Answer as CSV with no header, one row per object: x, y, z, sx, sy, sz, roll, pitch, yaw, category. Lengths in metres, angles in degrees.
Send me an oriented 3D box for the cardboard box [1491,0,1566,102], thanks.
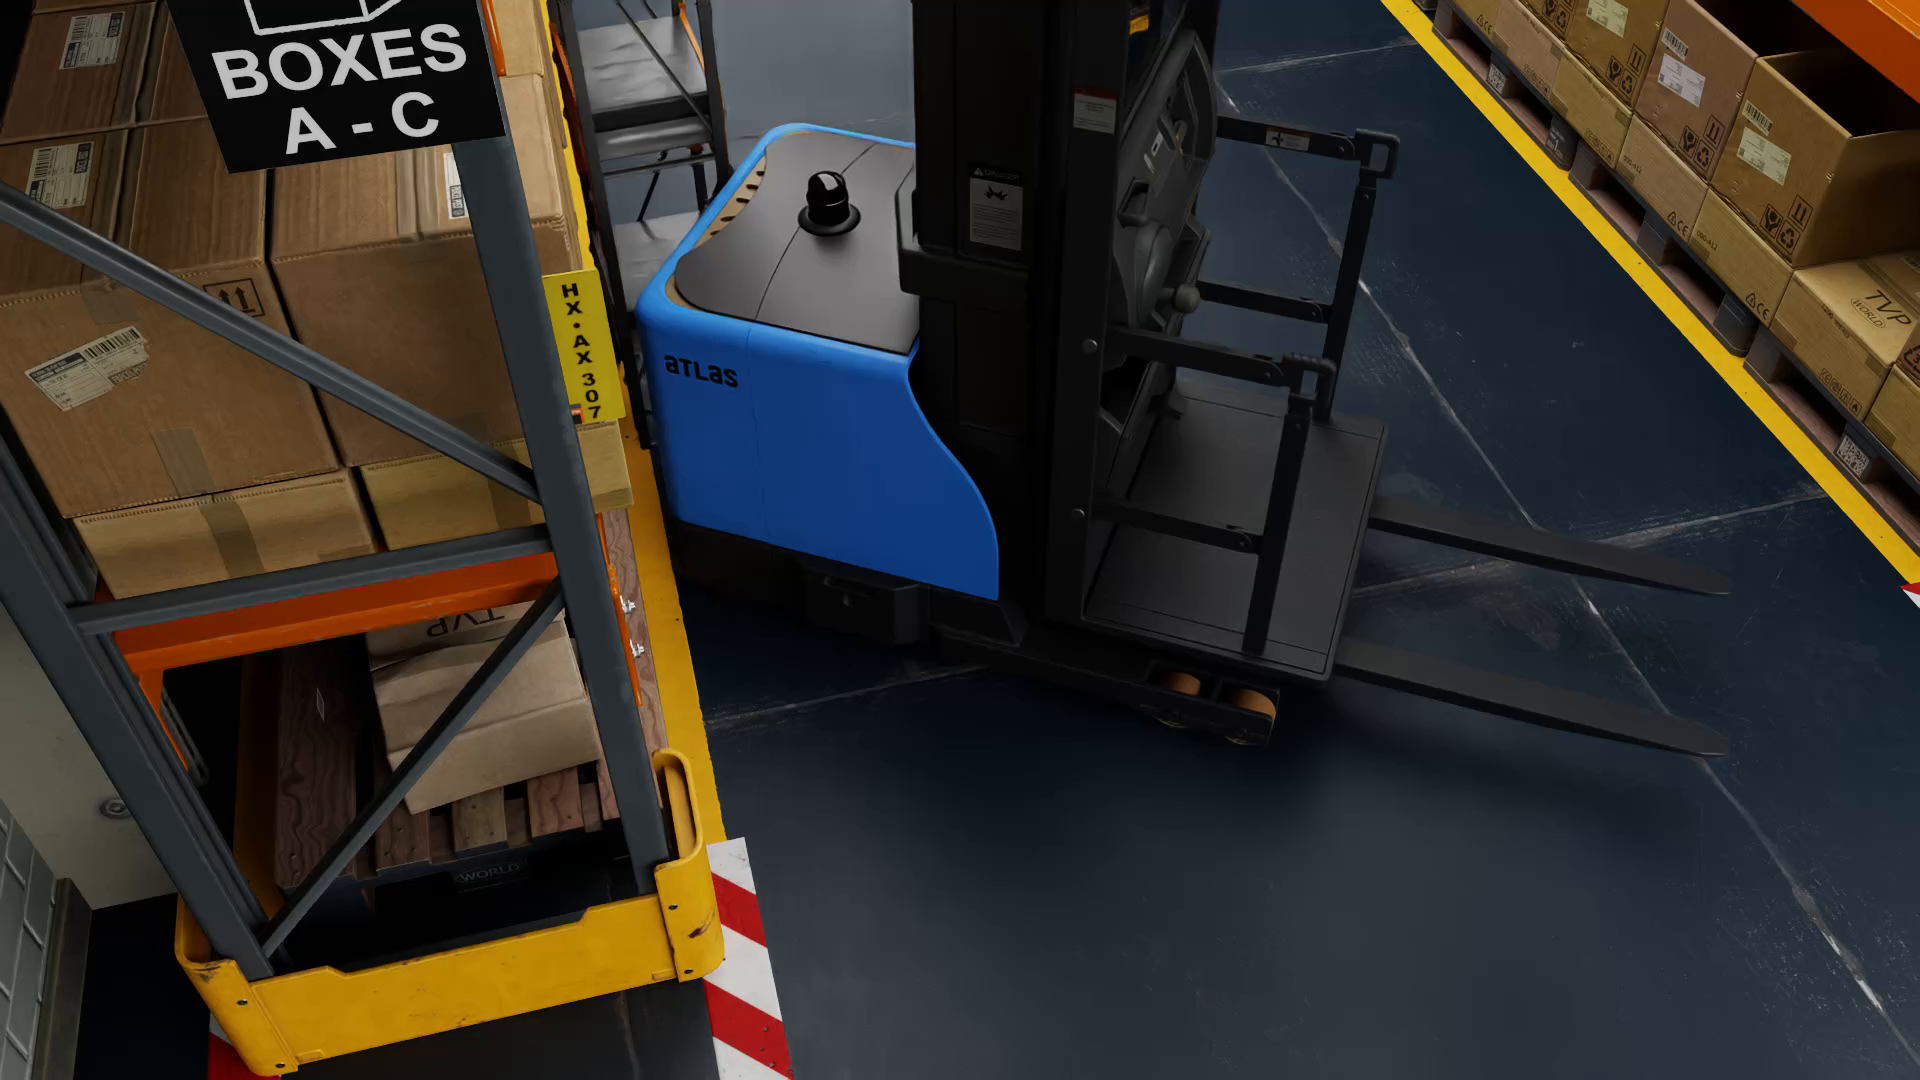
2.540,-2.058,6.798,0.500,0.250,0.500,-11,47,-10,cardboard box

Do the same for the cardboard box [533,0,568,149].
-1.247,-1.228,3.919,0.500,0.500,0.500,-12,47,-12,cardboard box

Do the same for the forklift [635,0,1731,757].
0.696,-0.878,4.058,3.031,2.935,1.130,14,47,13,forklift

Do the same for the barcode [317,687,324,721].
-1.654,0.425,4.301,0.001,0.075,0.075,-11,47,-10,barcode

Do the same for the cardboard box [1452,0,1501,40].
2.417,-2.404,7.137,0.500,0.250,0.500,-11,47,-10,cardboard box

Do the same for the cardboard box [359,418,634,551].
-0.991,-0.275,3.510,0.500,0.250,0.500,-12,47,-11,cardboard box

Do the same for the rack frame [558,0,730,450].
-0.875,-1.085,4.843,0.400,2.100,0.015,-14,47,-13,rack frame

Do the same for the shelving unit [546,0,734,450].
-0.953,-1.250,5.005,0.431,2.100,0.503,-14,47,-13,shelving unit

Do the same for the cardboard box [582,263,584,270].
-1.137,-0.631,3.859,0.500,0.250,0.500,-12,47,-12,cardboard box

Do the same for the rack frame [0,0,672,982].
-1.173,0.075,3.076,1.000,3.000,0.127,-11,47,-10,rack frame

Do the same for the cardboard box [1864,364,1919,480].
3.192,-0.334,5.109,0.500,0.250,0.500,-11,47,-10,cardboard box

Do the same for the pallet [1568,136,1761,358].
3.070,-1.219,6.296,1.003,0.211,1.213,-11,47,-10,pallet

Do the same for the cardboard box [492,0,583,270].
-1.121,-0.870,3.568,0.500,0.500,0.500,-11,47,-10,cardboard box

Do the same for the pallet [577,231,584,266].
-1.991,-1.254,6.331,1.003,0.211,1.213,-11,47,-10,pallet

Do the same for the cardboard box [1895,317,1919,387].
3.190,-0.596,4.840,0.500,0.500,0.500,-11,47,-10,cardboard box

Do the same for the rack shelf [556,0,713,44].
-0.953,-1.731,4.515,0.431,0.518,0.480,-14,47,-13,rack shelf

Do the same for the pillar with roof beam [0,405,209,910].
1.973,-3.137,2.024,9.100,9.000,0.400,-11,47,-10,pillar with roof beam

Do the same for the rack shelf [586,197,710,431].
-0.953,-0.751,5.515,0.431,0.518,0.480,-14,47,-13,rack shelf

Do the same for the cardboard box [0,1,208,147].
-1.618,-0.778,3.478,0.500,0.500,0.500,-10,46,-10,cardboard box

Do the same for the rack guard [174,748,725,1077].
-1.192,0.897,4.021,1.175,0.500,0.348,-11,47,-10,rack guard

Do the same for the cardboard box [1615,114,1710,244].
2.796,-1.368,6.121,0.500,0.250,0.500,-11,47,-10,cardboard box

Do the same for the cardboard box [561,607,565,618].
-1.409,-0.026,4.750,0.500,0.311,0.500,-7,46,-7,cardboard box

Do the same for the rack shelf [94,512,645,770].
-1.685,-1.054,4.687,1.077,0.370,4.000,-11,47,-10,rack shelf

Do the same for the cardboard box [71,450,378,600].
-1.480,-0.167,3.404,0.500,0.250,0.500,-10,46,-10,cardboard box

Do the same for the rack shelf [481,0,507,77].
-1.685,-2.104,3.615,1.077,0.370,4.000,-11,47,-10,rack shelf

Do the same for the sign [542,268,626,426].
-0.648,-0.328,2.865,0.100,0.325,0.005,-11,47,-10,sign

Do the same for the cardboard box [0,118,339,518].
-1.499,-0.429,3.136,0.500,0.500,0.500,-11,47,-11,cardboard box

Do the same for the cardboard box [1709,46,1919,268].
2.920,-1.284,5.514,0.500,0.500,0.500,-11,47,-10,cardboard box

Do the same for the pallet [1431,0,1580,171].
2.754,-2.062,7.123,1.003,0.211,1.213,-11,47,-10,pallet

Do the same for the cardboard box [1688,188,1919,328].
2.923,-1.022,5.783,0.500,0.250,0.500,-11,47,-10,cardboard box

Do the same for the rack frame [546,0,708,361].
-1.030,-1.416,5.167,0.400,2.100,0.015,-14,47,-13,rack frame

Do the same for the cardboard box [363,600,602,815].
-1.263,0.368,4.364,0.500,0.311,0.500,-16,48,-15,cardboard box

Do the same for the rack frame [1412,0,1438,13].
2.591,-3.595,6.673,1.000,3.000,0.127,-11,47,-10,rack frame

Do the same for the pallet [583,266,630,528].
-1.675,-0.410,5.504,1.003,0.211,1.213,-11,47,-10,pallet

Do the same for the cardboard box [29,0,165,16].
-1.755,-1.134,3.827,0.500,0.500,0.500,-12,47,-11,cardboard box

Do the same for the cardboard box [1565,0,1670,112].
2.663,-1.974,6.191,0.500,0.500,0.500,-11,47,-10,cardboard box

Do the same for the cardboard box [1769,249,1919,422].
3.052,-0.677,5.445,0.500,0.250,0.500,-11,47,-10,cardboard box

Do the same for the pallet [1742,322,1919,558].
3.379,-0.378,5.472,1.003,0.211,1.213,-11,47,-10,pallet

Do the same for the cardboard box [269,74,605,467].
-1.004,-0.527,3.232,0.500,0.500,0.500,-11,47,-10,cardboard box

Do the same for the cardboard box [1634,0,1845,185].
2.793,-1.630,5.853,0.500,0.500,0.500,-11,47,-10,cardboard box

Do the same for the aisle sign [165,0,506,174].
-0.864,-0.840,2.153,0.394,0.787,0.004,-11,47,-10,aisle sign

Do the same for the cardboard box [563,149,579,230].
-1.262,-0.983,4.205,0.500,0.250,0.500,-11,47,-11,cardboard box

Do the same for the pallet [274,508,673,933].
-1.366,0.431,4.680,1.003,0.211,1.213,-11,47,-10,pallet

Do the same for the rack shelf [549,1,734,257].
-0.953,-1.241,5.015,0.431,0.518,0.480,-14,47,-13,rack shelf

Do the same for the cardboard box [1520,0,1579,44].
2.543,-2.321,6.531,0.500,0.500,0.500,-11,47,-10,cardboard box

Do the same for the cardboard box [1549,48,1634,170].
2.663,-1.712,6.459,0.500,0.250,0.500,-11,47,-10,cardboard box
